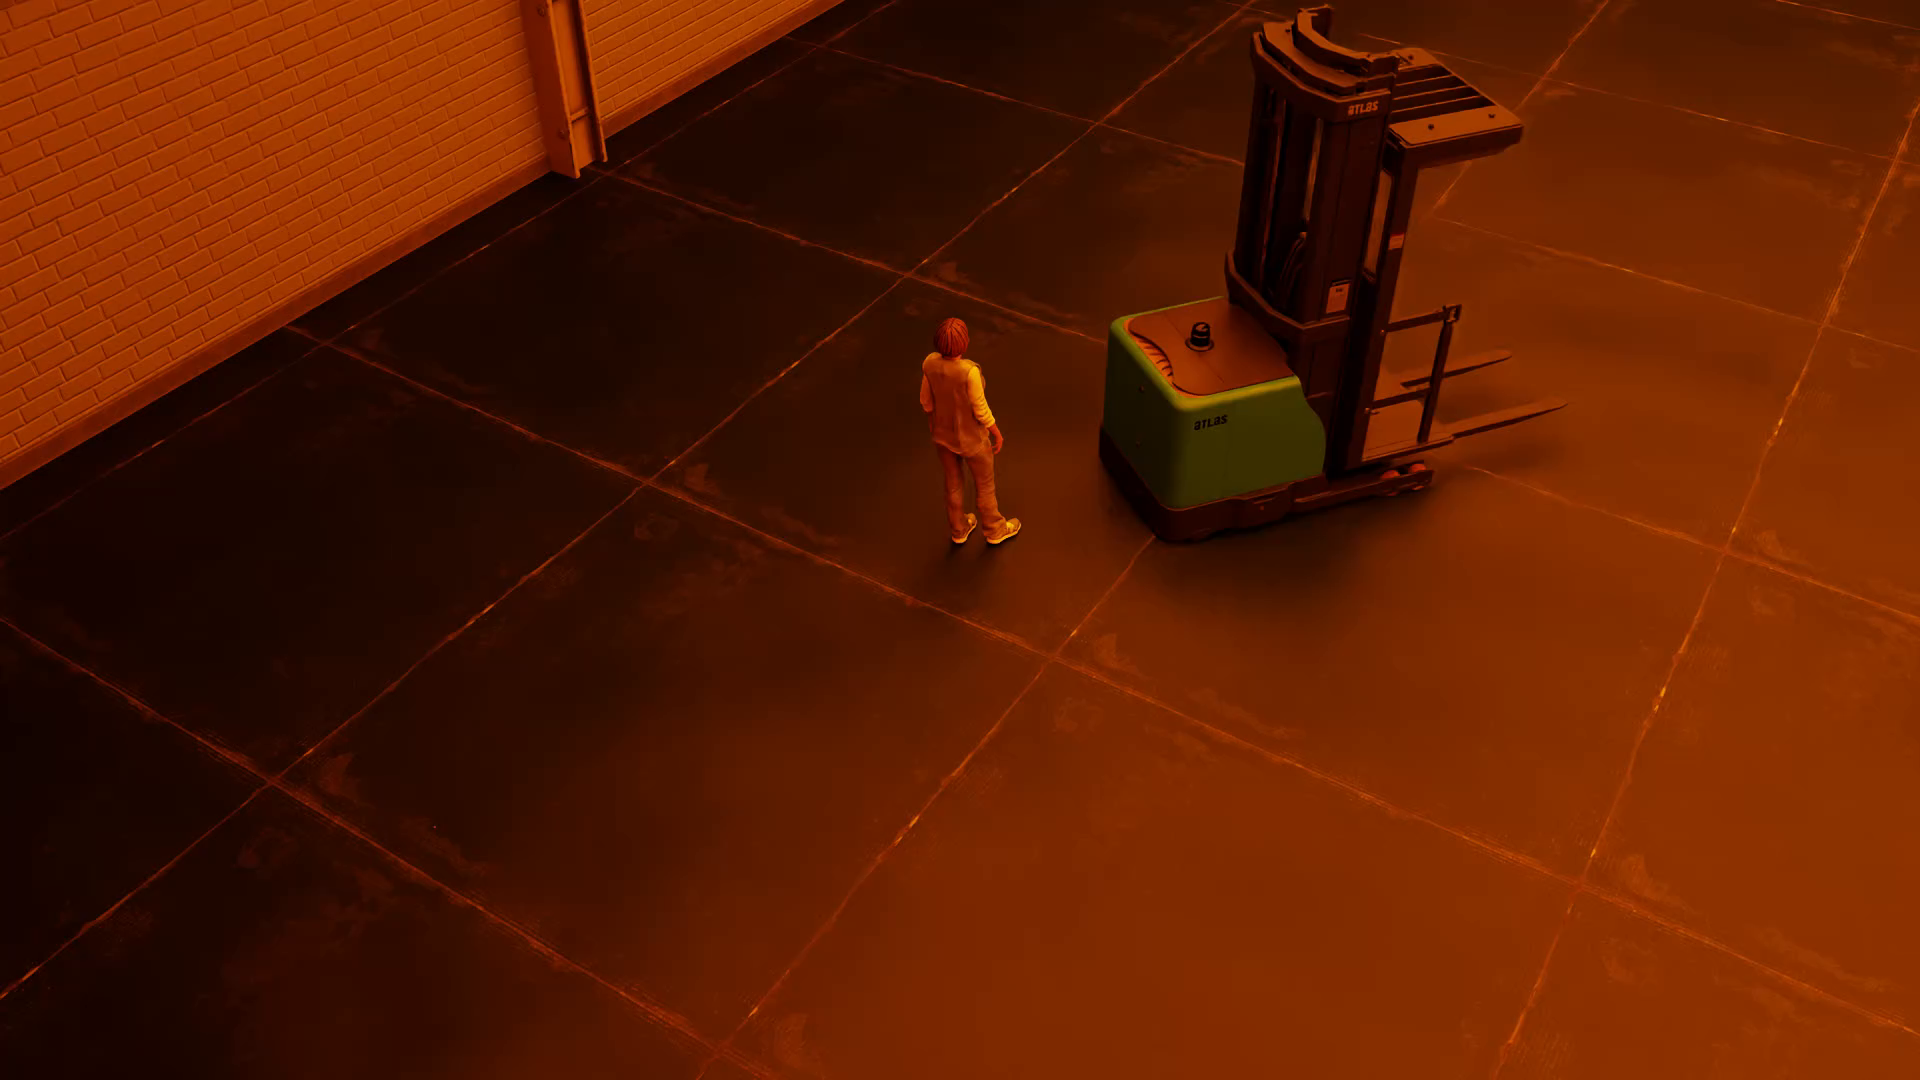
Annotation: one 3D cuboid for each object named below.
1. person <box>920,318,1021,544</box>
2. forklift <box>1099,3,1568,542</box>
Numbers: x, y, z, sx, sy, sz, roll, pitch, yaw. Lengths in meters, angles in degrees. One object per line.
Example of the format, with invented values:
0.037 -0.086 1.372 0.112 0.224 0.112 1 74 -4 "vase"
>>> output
0.052 -0.651 9.756 0.521 1.599 0.473 22 45 24 "person"
2.471 -1.702 9.975 3.031 2.935 1.130 -14 42 -16 "forklift"
